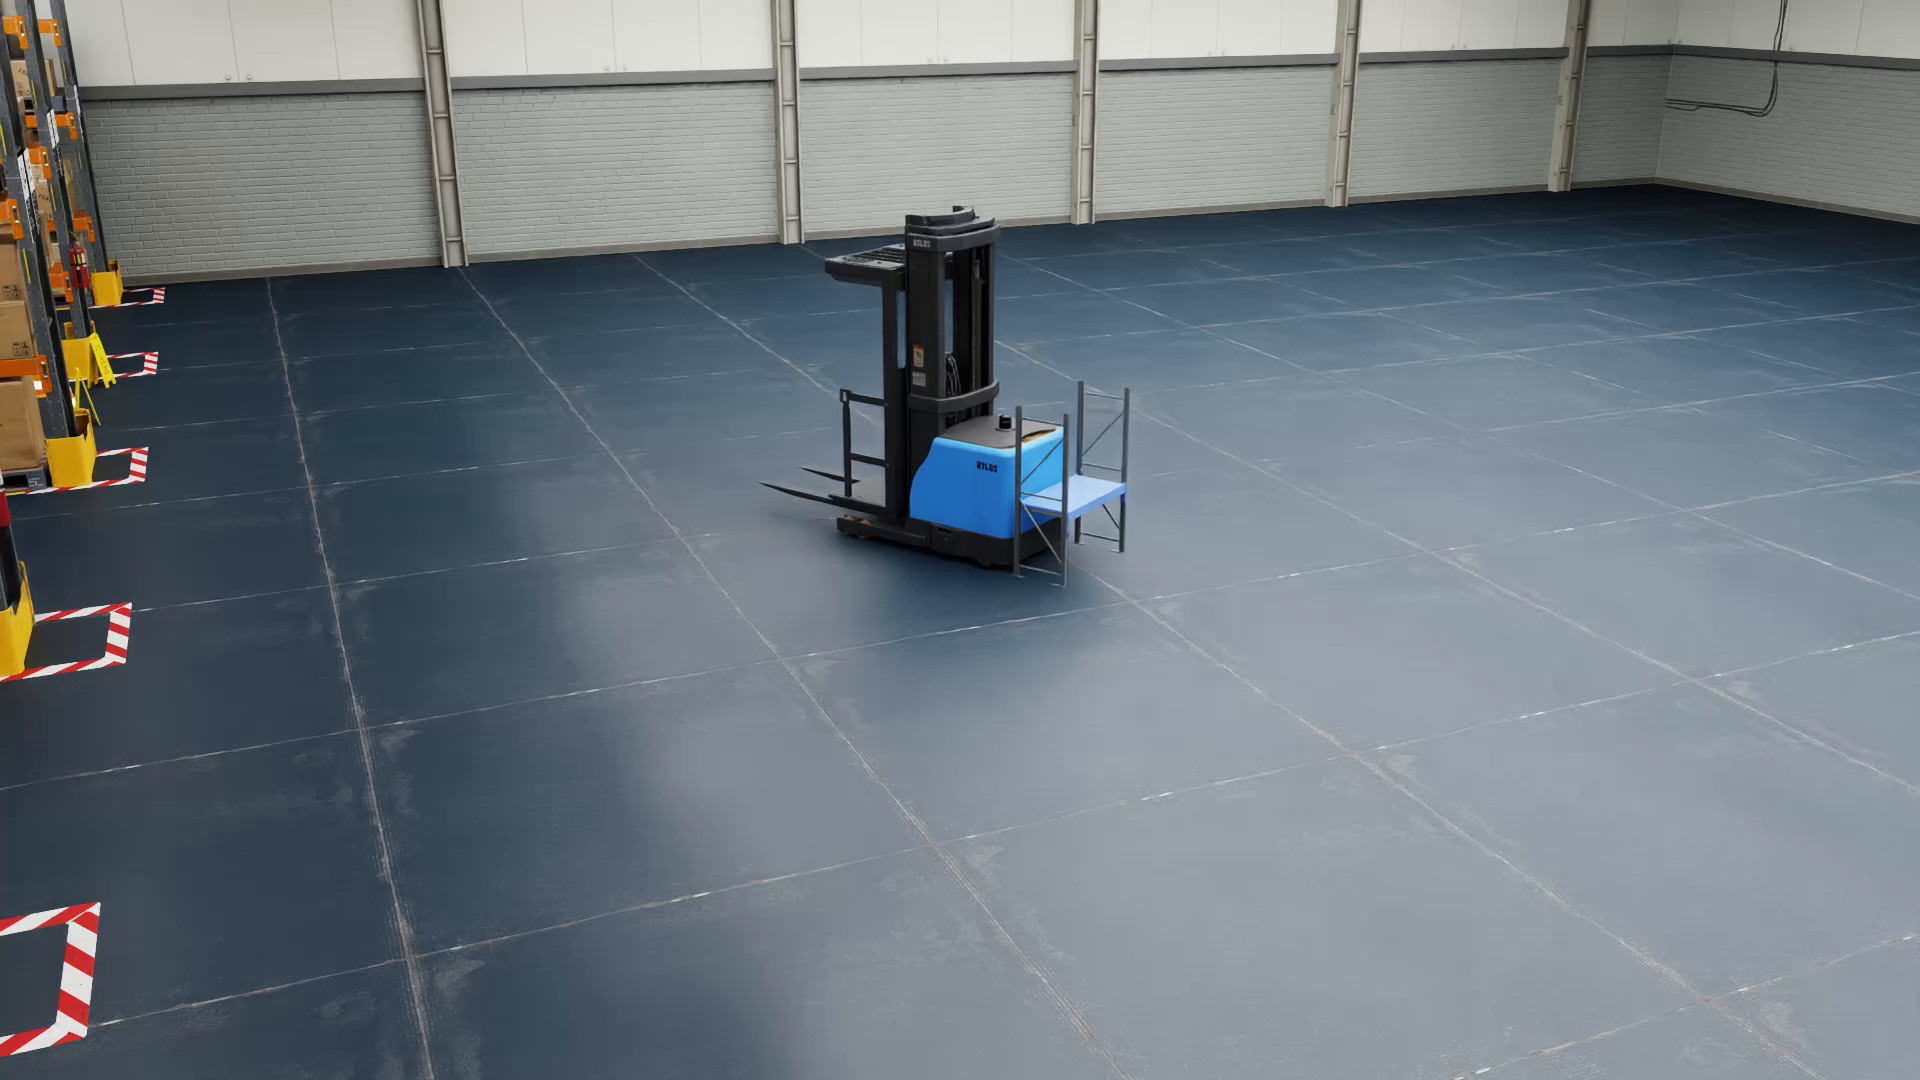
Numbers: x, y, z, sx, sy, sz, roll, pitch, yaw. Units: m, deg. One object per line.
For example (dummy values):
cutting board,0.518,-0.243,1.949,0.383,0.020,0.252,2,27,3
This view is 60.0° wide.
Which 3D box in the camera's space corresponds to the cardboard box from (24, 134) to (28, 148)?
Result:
cardboard box,-11.365,-4.778,19.971,0.250,0.149,0.380,-8,21,-22

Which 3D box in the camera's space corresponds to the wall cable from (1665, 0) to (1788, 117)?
wall cable,16.661,-10.607,36.305,0.112,2.526,3.097,-8,21,-22

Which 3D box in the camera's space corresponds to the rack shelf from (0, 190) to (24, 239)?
rack shelf,-10.932,-2.930,15.428,4.000,0.370,1.077,-8,21,-22

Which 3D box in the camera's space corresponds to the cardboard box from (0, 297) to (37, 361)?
cardboard box,-9.418,-2.126,16.351,0.550,0.550,0.875,-8,21,-22

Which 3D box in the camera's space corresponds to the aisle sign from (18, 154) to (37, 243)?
aisle sign,-8.911,-3.262,15.889,0.004,0.787,0.394,-8,21,-22

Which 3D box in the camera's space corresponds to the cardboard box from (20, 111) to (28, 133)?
cardboard box,-11.716,-5.114,20.324,0.500,0.250,0.500,-9,21,-23

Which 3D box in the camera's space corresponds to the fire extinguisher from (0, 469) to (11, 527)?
fire extinguisher,-6.936,-0.430,11.877,0.183,0.674,0.296,-8,21,-22

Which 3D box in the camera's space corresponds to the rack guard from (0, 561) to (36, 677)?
rack guard,-7.293,0.597,12.607,0.348,0.500,1.175,-8,21,-22

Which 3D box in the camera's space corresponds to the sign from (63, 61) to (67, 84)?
sign,-12.916,-6.755,23.994,0.005,0.325,0.100,-8,21,-22

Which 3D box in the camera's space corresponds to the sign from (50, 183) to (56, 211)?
sign,-10.947,-4.138,20.070,0.005,0.325,0.100,-8,21,-22

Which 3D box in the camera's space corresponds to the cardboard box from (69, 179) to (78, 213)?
cardboard box,-13.683,-5.194,25.140,0.500,0.500,0.500,-7,21,-20

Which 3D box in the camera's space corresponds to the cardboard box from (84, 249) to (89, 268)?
cardboard box,-13.632,-4.266,25.409,0.500,0.250,0.500,-8,21,-21

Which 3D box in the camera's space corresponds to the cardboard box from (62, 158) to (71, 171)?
cardboard box,-13.511,-5.642,24.987,0.250,0.149,0.380,-9,21,-23

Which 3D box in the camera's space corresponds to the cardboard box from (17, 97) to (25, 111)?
cardboard box,-11.556,-5.302,20.258,0.250,0.149,0.380,-8,21,-22

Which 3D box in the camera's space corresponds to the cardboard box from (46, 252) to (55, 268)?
cardboard box,-11.543,-3.514,20.897,0.250,0.149,0.380,-8,21,-22

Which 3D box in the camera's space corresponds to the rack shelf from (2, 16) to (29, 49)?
rack shelf,-12.985,-5.840,19.180,4.000,0.370,1.077,-8,21,-22

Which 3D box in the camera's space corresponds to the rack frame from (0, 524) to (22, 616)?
rack frame,-7.223,-0.592,12.220,0.127,3.000,1.000,-8,21,-22

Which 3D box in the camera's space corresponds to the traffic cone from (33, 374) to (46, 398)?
traffic cone,-11.032,-1.968,19.947,0.334,0.463,0.336,-8,21,-22

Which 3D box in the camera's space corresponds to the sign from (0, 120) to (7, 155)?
sign,-8.893,-3.746,15.447,0.005,0.325,0.100,-8,21,-22

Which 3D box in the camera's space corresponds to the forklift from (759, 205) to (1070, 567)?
forklift,-0.508,-1.520,14.960,3.031,2.935,1.130,14,24,34

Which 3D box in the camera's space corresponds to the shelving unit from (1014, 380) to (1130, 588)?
shelving unit,0.959,-0.496,14.204,0.538,1.500,1.048,13,23,32

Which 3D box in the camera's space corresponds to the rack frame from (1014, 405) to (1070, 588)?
rack frame,0.674,-0.356,13.807,0.500,1.500,0.032,13,23,32

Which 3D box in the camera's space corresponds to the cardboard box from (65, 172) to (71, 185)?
cardboard box,-13.325,-5.349,24.604,0.250,0.149,0.380,-8,21,-21

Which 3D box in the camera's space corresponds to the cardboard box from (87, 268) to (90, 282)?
cardboard box,-13.647,-4.024,25.474,0.500,0.250,0.500,-8,21,-22

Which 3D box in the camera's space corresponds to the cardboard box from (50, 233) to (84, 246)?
cardboard box,-13.634,-4.495,25.306,0.500,0.250,0.500,-8,21,-23

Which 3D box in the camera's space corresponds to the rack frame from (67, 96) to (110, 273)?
rack frame,-13.118,-5.127,25.101,0.127,3.000,1.000,-8,21,-22

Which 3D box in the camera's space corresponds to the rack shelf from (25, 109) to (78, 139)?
rack shelf,-14.955,-5.940,23.975,4.000,0.370,1.077,-8,21,-22

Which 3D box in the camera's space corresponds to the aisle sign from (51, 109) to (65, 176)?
aisle sign,-11.214,-4.943,20.663,0.004,0.787,0.394,-8,21,-22

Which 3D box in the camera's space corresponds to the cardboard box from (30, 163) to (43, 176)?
cardboard box,-13.578,-5.468,24.492,0.250,0.149,0.380,-8,21,-22

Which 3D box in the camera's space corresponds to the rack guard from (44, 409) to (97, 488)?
rack guard,-9.073,-0.942,16.978,0.348,0.500,1.175,-8,21,-22

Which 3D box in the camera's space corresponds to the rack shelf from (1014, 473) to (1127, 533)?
rack shelf,0.959,-0.326,14.264,0.538,0.185,1.000,13,23,32

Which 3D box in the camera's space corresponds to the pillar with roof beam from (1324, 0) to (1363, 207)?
pillar with roof beam,9.628,-9.985,29.863,0.400,9.000,9.100,-8,21,-22

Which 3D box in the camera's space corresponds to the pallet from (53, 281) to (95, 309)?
pallet,-13.804,-3.699,25.242,1.213,0.211,1.003,-8,21,-22

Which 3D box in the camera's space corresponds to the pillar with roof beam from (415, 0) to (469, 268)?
pillar with roof beam,-6.900,-7.617,23.138,0.400,9.000,9.100,-8,21,-22

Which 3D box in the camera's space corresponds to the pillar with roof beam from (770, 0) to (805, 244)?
pillar with roof beam,-1.391,-8.406,25.380,0.400,9.000,9.100,-8,21,-22

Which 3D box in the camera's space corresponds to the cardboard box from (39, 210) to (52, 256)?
cardboard box,-11.693,-3.824,20.801,0.500,0.500,0.500,-8,21,-23

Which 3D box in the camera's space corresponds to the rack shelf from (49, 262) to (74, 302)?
rack shelf,-12.985,-3.012,20.176,4.000,0.370,1.077,-8,21,-22

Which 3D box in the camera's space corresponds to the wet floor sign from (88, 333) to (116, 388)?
wet floor sign,-10.550,-2.202,20.339,0.232,0.644,0.267,-1,19,-3

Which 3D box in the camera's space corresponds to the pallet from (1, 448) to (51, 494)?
pallet,-9.798,-0.674,16.651,1.213,0.211,1.003,-8,21,-22

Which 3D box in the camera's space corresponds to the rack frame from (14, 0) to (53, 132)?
rack frame,-11.149,-6.444,19.807,0.127,3.000,1.000,-8,21,-22

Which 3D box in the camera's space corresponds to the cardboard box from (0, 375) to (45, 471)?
cardboard box,-9.692,-1.205,16.527,0.875,0.875,0.875,-8,21,-22

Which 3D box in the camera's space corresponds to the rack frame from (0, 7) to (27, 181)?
rack frame,-9.095,-4.948,15.558,0.127,3.000,1.000,-8,21,-22
